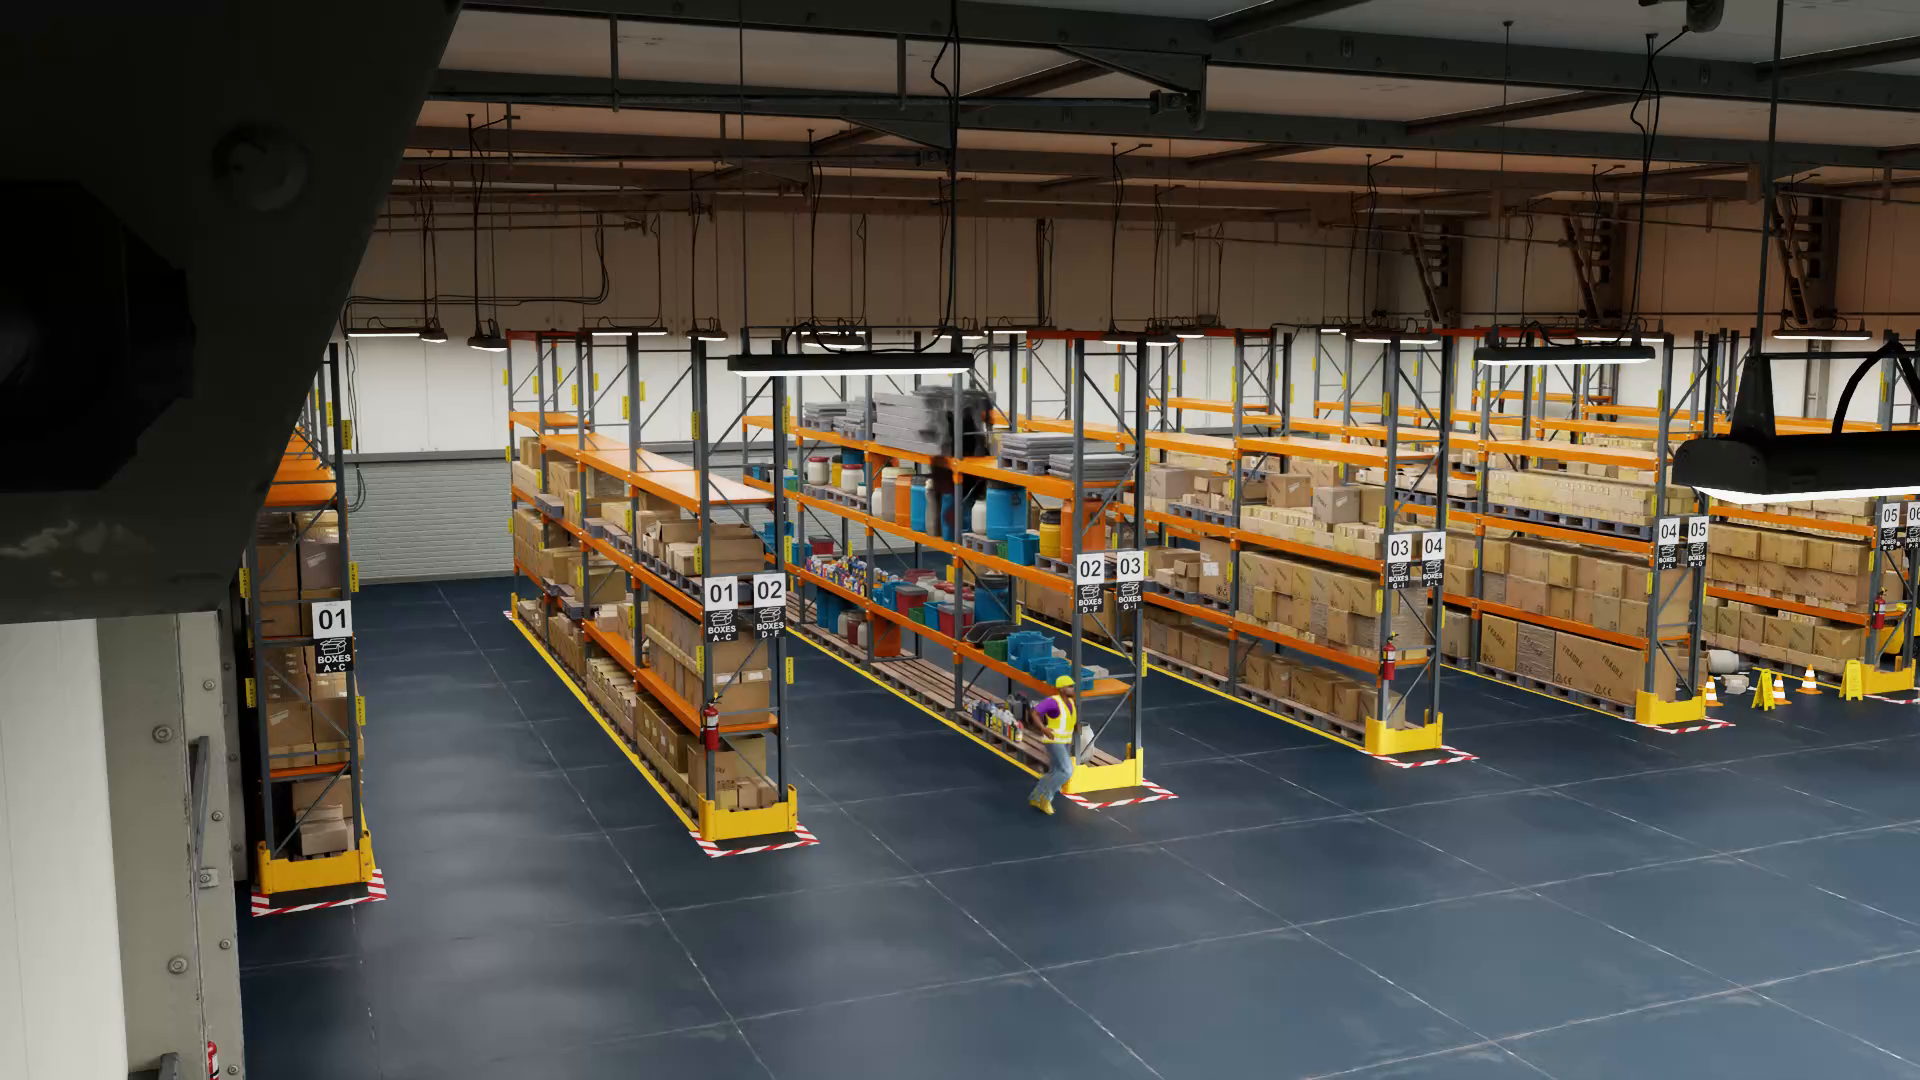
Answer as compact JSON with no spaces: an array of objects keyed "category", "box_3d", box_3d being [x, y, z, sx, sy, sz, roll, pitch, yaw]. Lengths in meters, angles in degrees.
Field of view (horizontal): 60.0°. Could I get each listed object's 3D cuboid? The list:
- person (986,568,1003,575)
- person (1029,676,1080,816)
[{"category":"person","box_3d":[0.685,1.136,32.354,0.543,1.578,0.882,-4,9,-29]},{"category":"person","box_3d":[1.247,2.598,21.270,0.630,1.754,0.685,4,9,29]}]
